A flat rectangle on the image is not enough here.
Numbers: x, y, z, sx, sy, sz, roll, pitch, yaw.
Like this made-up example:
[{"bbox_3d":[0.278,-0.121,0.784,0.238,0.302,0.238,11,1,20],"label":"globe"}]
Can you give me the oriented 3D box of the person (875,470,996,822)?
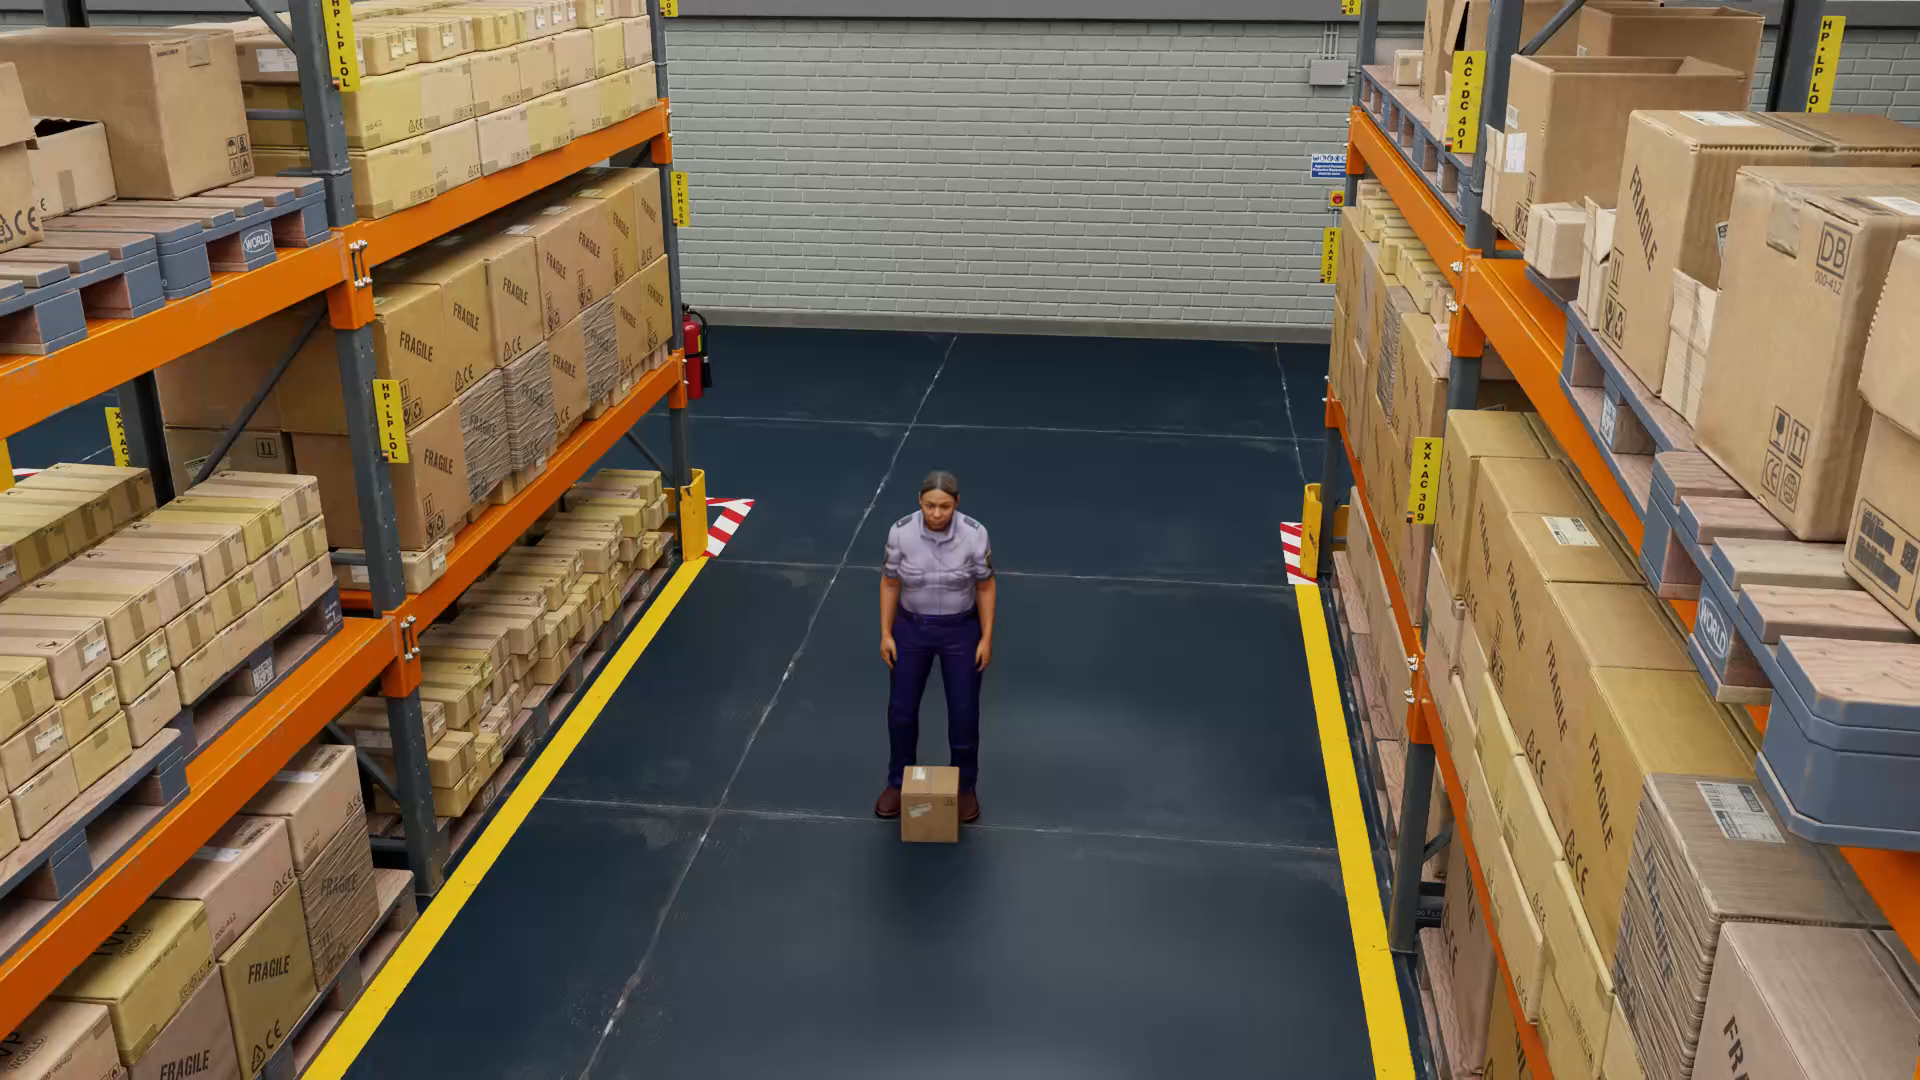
[{"bbox_3d":[-0.113,0.450,7.443,0.543,1.651,0.375,2,21,4],"label":"person"}]
